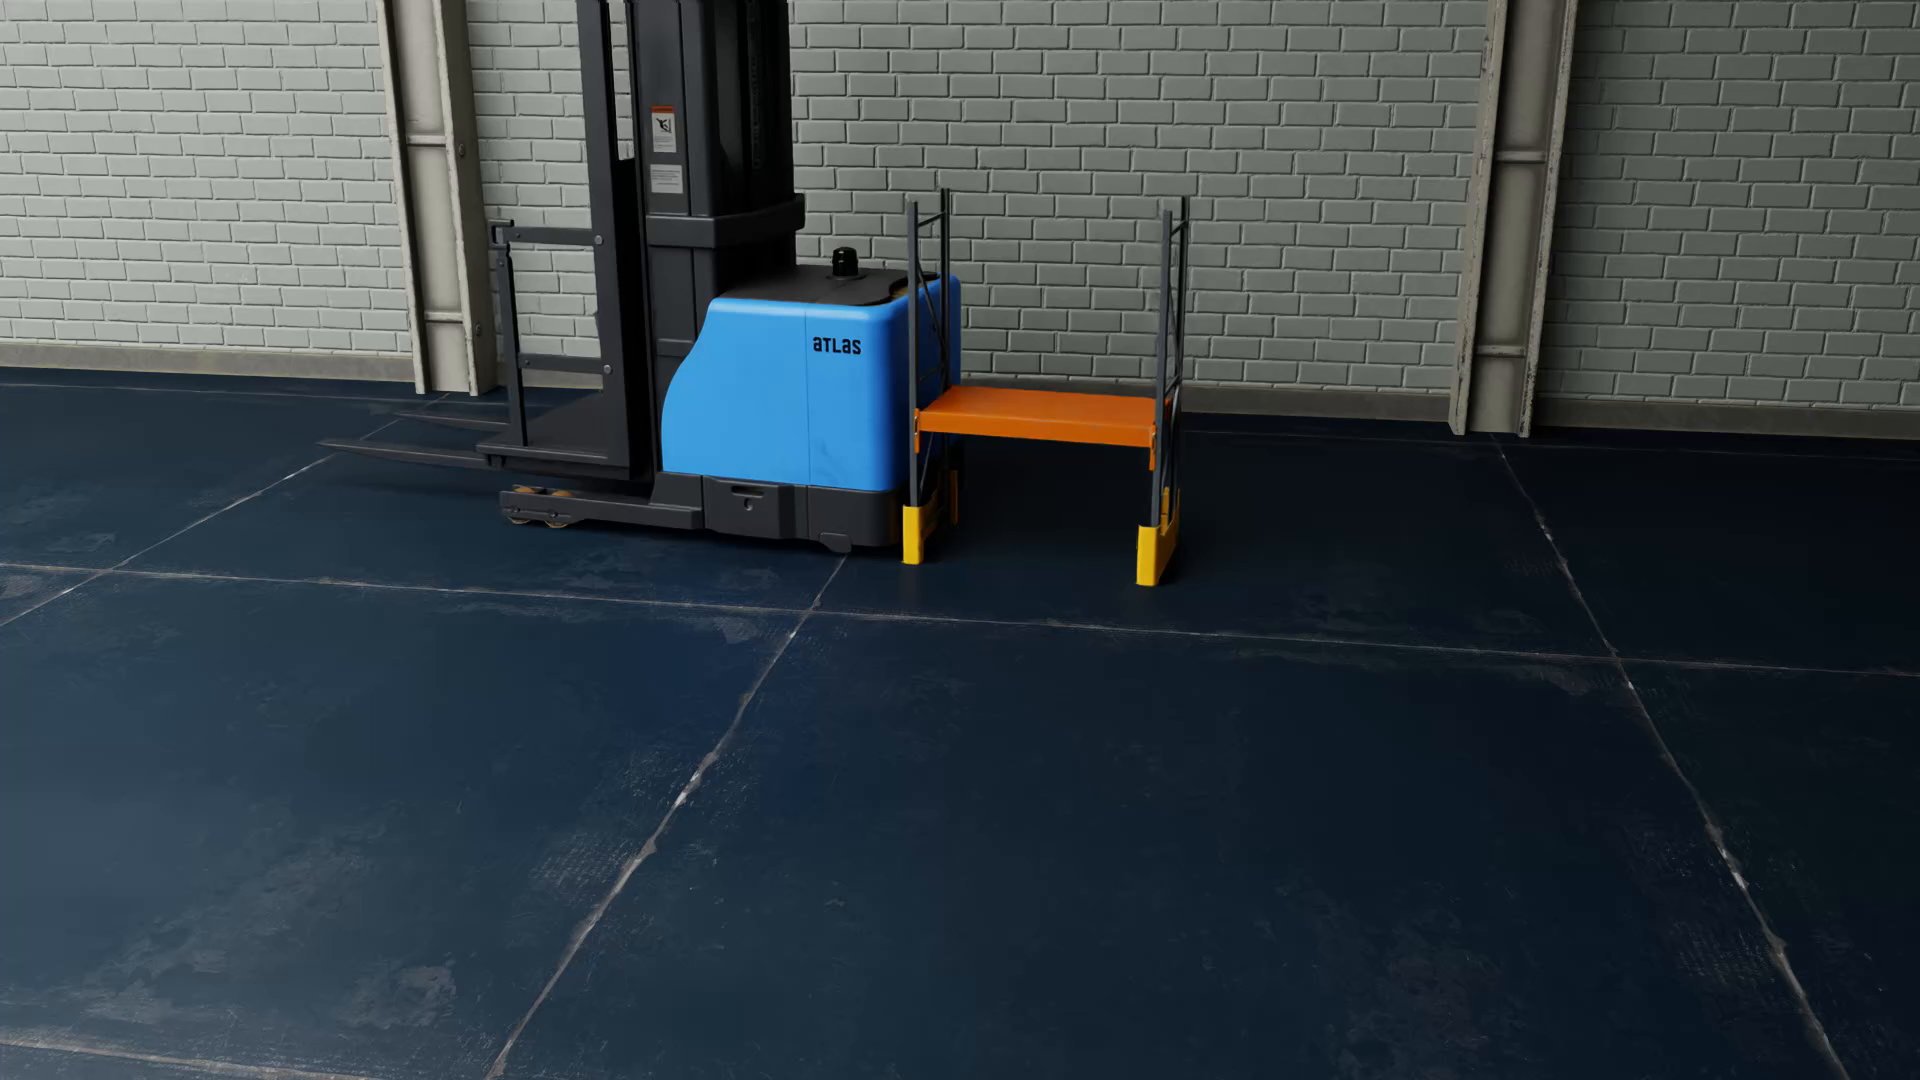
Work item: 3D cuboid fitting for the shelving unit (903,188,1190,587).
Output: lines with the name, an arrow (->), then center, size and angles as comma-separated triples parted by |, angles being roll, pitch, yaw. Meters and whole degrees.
shelving unit -> 0.354, -0.656, 6.900 | 1.083, 1.500, 0.587 | 5, 19, 15

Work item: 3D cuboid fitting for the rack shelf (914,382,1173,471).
rack shelf -> 0.363, -0.485, 6.955 | 1.000, 0.185, 0.538 | 5, 19, 15

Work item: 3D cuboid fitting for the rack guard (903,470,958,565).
rack guard -> -0.125, -0.106, 7.227 | 0.087, 0.250, 0.587 | 5, 19, 15

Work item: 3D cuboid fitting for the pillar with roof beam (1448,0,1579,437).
pillar with roof beam -> 2.216, -3.529, 3.668 | 0.400, 9.000, 9.100 | 3, 19, 9

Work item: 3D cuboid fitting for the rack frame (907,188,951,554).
rack frame -> -0.126, -0.699, 7.029 | 0.032, 1.500, 0.500 | 5, 19, 15

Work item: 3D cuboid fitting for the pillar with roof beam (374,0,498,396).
pillar with roof beam -> -3.708, -3.831, 4.570 | 0.400, 9.000, 9.100 | 3, 19, 9

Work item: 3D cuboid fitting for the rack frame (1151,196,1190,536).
rack frame -> 0.852, -0.611, 6.767 | 0.032, 1.500, 0.500 | 5, 19, 15

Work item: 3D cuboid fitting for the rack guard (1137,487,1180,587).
rack guard -> 0.833, -0.020, 6.970 | 0.087, 0.250, 0.587 | 5, 19, 15

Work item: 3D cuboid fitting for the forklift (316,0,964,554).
forklift -> -1.557, -1.592, 7.442 | 3.031, 2.935, 1.130 | 6, 19, 17
